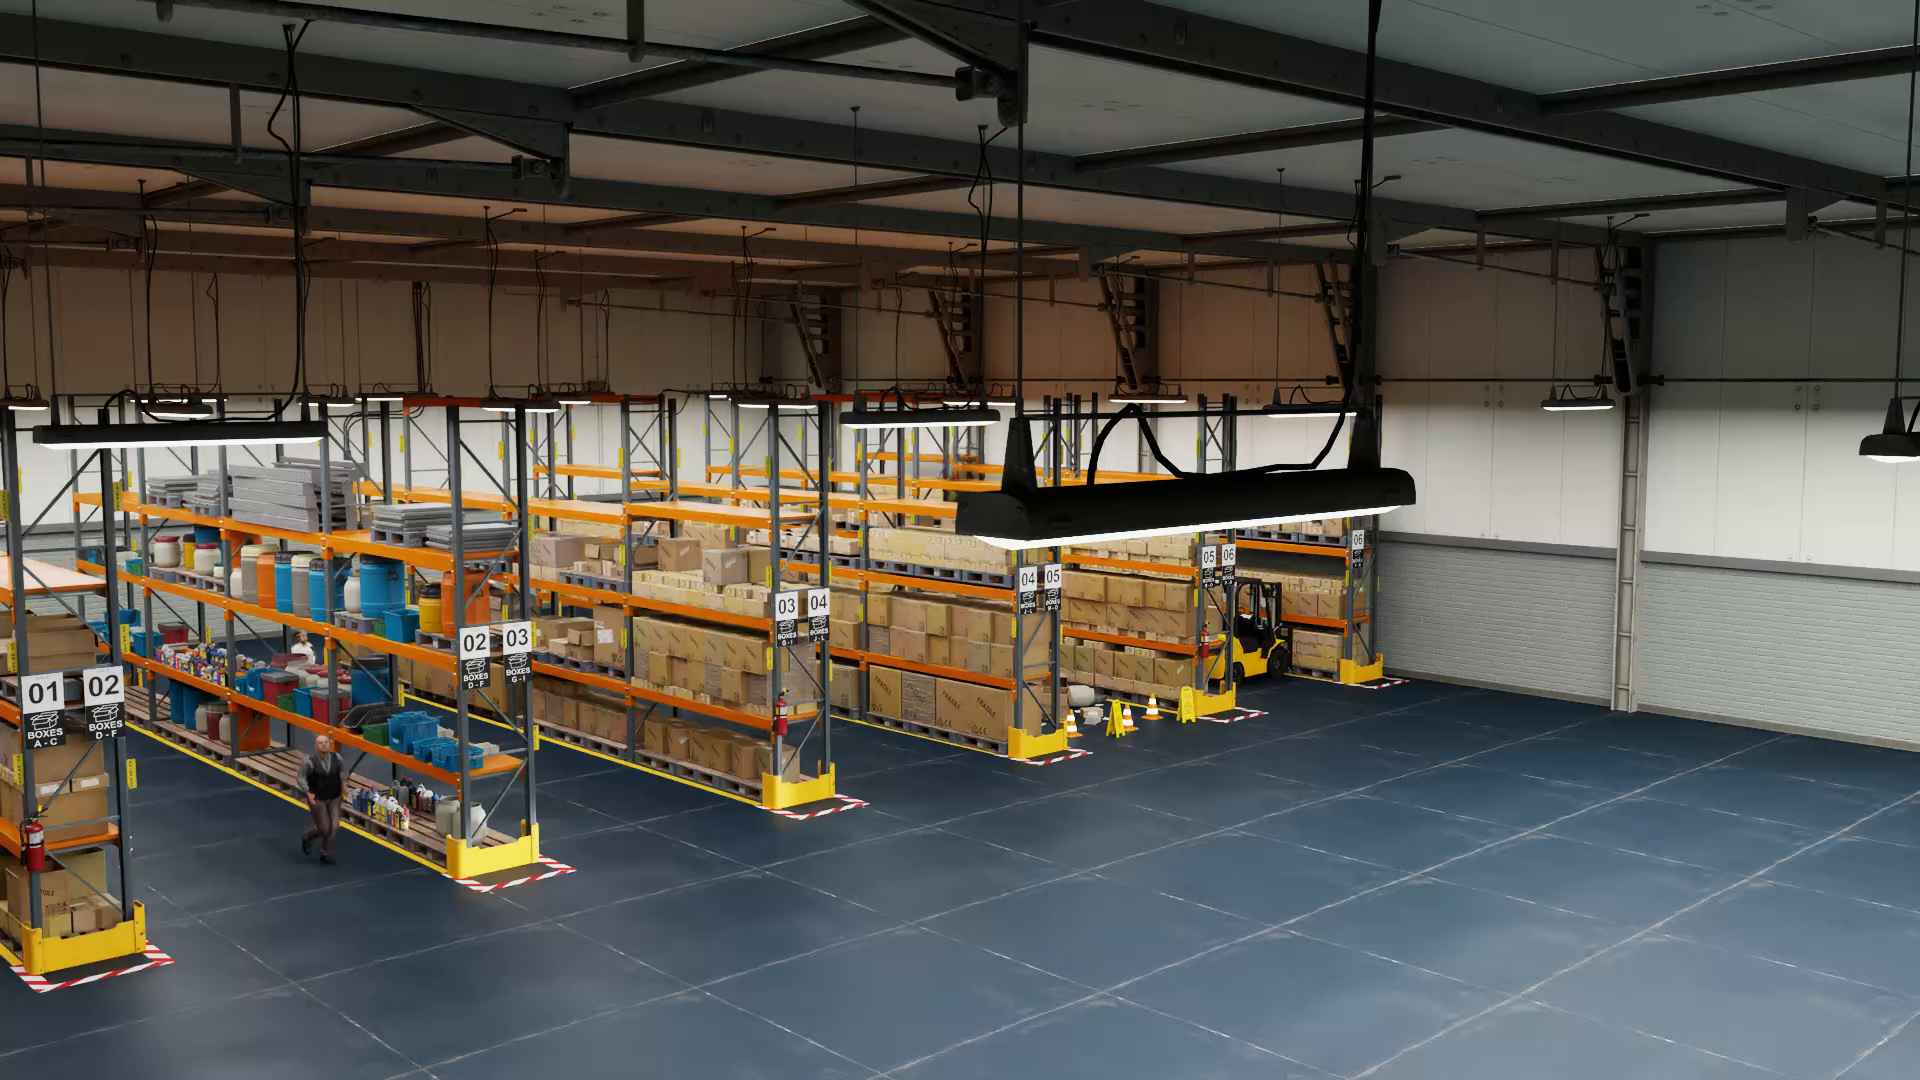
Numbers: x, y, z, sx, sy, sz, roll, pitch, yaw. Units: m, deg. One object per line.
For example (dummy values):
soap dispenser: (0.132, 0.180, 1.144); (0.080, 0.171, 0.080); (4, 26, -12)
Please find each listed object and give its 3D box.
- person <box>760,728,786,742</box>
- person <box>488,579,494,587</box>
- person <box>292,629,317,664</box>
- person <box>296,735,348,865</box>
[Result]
person: (-3.357, 2.672, 29.337); (0.823, 1.679, 0.582); (5, 7, 39)
person: (-10.995, 1.752, 38.649); (0.712, 1.703, 0.510); (0, 6, 4)
person: (-12.248, 2.483, 31.199); (0.546, 1.655, 0.603); (5, 7, 40)
person: (-8.328, 3.394, 21.807); (0.656, 1.692, 0.627); (-5, 8, -44)
